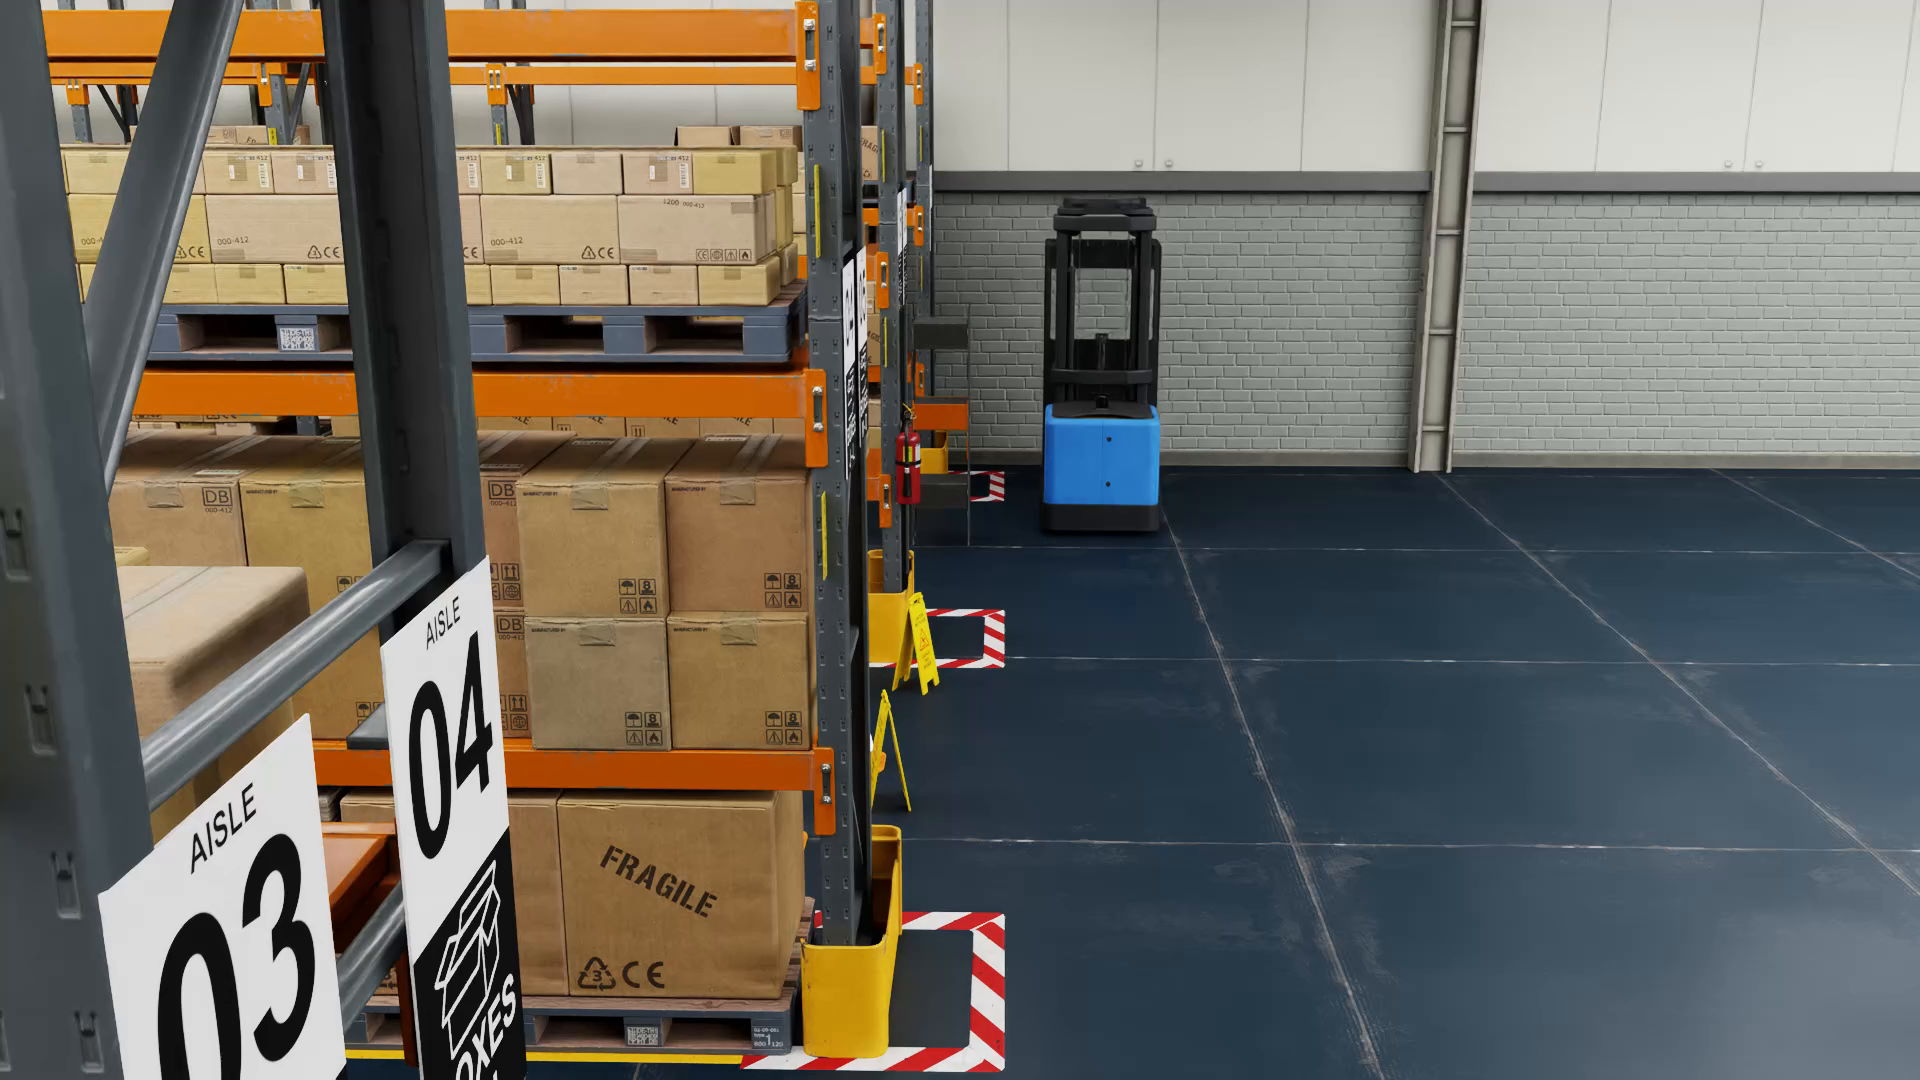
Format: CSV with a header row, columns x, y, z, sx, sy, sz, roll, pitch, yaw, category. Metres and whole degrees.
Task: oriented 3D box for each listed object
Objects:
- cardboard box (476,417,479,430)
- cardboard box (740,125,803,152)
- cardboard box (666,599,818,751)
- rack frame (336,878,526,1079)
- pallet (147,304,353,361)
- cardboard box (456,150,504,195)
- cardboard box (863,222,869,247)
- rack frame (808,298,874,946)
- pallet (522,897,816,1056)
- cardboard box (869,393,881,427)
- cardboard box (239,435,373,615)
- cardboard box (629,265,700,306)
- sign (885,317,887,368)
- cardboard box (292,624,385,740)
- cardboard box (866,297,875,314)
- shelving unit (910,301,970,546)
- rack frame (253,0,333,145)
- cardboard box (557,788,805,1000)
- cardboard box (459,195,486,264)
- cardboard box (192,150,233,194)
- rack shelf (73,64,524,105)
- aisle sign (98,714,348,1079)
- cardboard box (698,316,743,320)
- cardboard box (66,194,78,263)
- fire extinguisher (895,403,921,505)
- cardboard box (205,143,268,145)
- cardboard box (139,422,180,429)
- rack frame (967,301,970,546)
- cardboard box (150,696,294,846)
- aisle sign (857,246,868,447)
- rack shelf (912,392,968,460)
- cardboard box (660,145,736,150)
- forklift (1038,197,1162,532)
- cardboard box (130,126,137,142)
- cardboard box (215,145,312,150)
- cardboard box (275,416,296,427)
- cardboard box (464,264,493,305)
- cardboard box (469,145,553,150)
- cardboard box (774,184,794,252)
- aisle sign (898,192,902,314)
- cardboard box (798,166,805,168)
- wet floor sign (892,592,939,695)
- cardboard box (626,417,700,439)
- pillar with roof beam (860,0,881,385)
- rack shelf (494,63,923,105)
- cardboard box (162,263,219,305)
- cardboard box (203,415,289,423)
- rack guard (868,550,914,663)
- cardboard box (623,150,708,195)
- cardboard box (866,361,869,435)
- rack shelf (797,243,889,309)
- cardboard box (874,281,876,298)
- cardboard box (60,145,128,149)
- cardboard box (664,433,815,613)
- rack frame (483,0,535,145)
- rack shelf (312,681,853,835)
x,y,z,sx,sy,sz,roll,pitch,yaw,category
-3.523,-0.890,11.553,0.500,0.500,0.500,0,15,1,cardboard box
-1.806,-3.732,16.008,0.500,0.500,0.700,0,15,2,cardboard box
-0.856,0.457,6.934,0.550,0.550,0.875,0,15,1,cardboard box
-0.712,1.785,2.196,0.127,3.000,1.000,0,15,1,rack frame
-2.449,-0.897,6.652,1.213,0.211,1.003,0,15,1,pallet
-1.844,-1.368,6.176,0.250,0.149,0.380,0,15,2,cardboard box
-0.782,-2.157,11.746,0.250,0.149,0.380,0,15,1,cardboard box
-0.484,0.520,6.988,0.127,3.000,1.000,0,15,1,rack frame
-1.286,1.883,7.288,1.213,0.211,1.003,0,15,1,pallet
-0.804,-1.289,16.452,0.500,0.250,0.500,1,15,3,cardboard box
-2.496,-0.075,6.834,0.500,0.550,0.875,0,15,1,cardboard box
-1.077,-0.978,6.258,0.250,0.149,0.380,0,15,2,cardboard box
-0.493,-1.314,11.051,0.005,0.325,0.100,0,15,1,sign
-2.494,0.430,7.035,0.500,0.550,0.875,0,15,1,cardboard box
-0.946,-2.295,16.193,0.250,0.149,0.380,1,15,2,cardboard box
-0.165,-1.016,14.576,0.503,2.100,0.431,0,15,1,shelving unit
-4.458,-3.669,11.108,0.127,3.000,1.000,0,15,1,rack frame
-1.164,1.357,7.158,0.875,0.875,0.875,0,15,2,cardboard box
-1.983,-1.192,6.288,0.500,0.250,0.500,0,15,1,cardboard box
-2.856,-1.375,6.200,0.250,0.149,0.380,0,15,1,cardboard box
-6.334,-4.407,16.098,4.000,0.370,1.077,0,15,1,rack shelf
-0.658,0.605,1.573,0.004,0.787,0.394,0,15,1,aisle sign
-1.481,-1.371,11.418,0.500,0.500,0.700,1,15,2,cardboard box
-3.497,-1.201,6.325,0.500,0.250,0.500,0,15,1,cardboard box
-0.356,-0.587,11.336,0.183,0.674,0.296,0,15,1,fire extinguisher
-5.040,-2.563,11.284,0.500,0.250,0.500,1,15,3,cardboard box
-5.501,-0.782,11.593,0.250,0.149,0.380,0,15,0,cardboard box
0.078,-1.015,14.570,0.015,2.100,0.400,0,15,1,rack frame
-1.187,0.338,2.094,0.500,0.250,0.500,1,15,3,cardboard box
-0.406,-0.813,6.944,0.004,0.787,0.394,0,15,1,aisle sign
-0.165,-1.003,14.580,0.480,0.518,0.431,0,15,1,rack shelf
-1.060,-1.531,6.792,0.250,0.149,0.380,0,15,2,cardboard box
1.346,-1.813,15.967,1.130,2.935,3.031,1,15,3,forklift
-7.615,-3.744,16.055,0.500,0.500,0.500,1,15,2,cardboard box
-2.848,-1.542,6.835,0.250,0.149,0.380,0,15,1,cardboard box
-5.002,-0.934,12.171,0.250,0.149,0.380,1,15,2,cardboard box
-1.843,-0.982,6.276,0.250,0.149,0.380,0,15,1,cardboard box
-1.826,-1.536,6.811,0.250,0.149,0.380,0,15,0,cardboard box
-0.960,-1.321,6.780,0.500,0.250,0.500,0,15,1,cardboard box
-0.404,-1.925,11.161,0.004,0.787,0.394,0,15,1,aisle sign
-1.061,-2.509,11.519,0.250,0.149,0.380,0,15,1,cardboard box
-0.296,0.670,11.036,0.232,0.644,0.267,6,16,21,wet floor sign
-2.009,-0.877,11.504,0.500,0.500,0.500,0,15,1,cardboard box
-1.119,-4.046,12.535,0.400,9.000,9.100,0,15,1,pillar with roof beam
-2.335,-4.381,16.000,4.000,0.370,1.077,0,15,1,rack shelf
-2.855,-0.989,6.302,0.250,0.149,0.380,0,15,1,cardboard box
-4.925,-1.108,11.559,0.500,0.500,0.500,0,15,0,cardboard box
-0.535,0.466,12.096,0.348,0.500,1.175,0,15,1,rack guard
-1.079,-1.363,6.157,0.250,0.149,0.380,0,15,2,cardboard box
-0.925,-1.009,12.004,0.500,0.500,0.500,0,15,1,cardboard box
-2.458,-1.858,11.533,4.000,0.370,1.077,0,15,1,rack shelf
-0.699,-2.463,16.244,0.250,0.149,0.380,0,15,2,cardboard box
-3.606,-1.547,6.854,0.250,0.149,0.380,0,15,1,cardboard box
-0.854,-0.087,6.877,0.550,0.550,0.875,0,15,1,cardboard box
-4.335,-4.935,15.906,0.127,3.000,1.000,0,15,1,rack frame
-2.484,0.855,7.129,4.000,0.370,1.077,0,15,1,rack shelf
